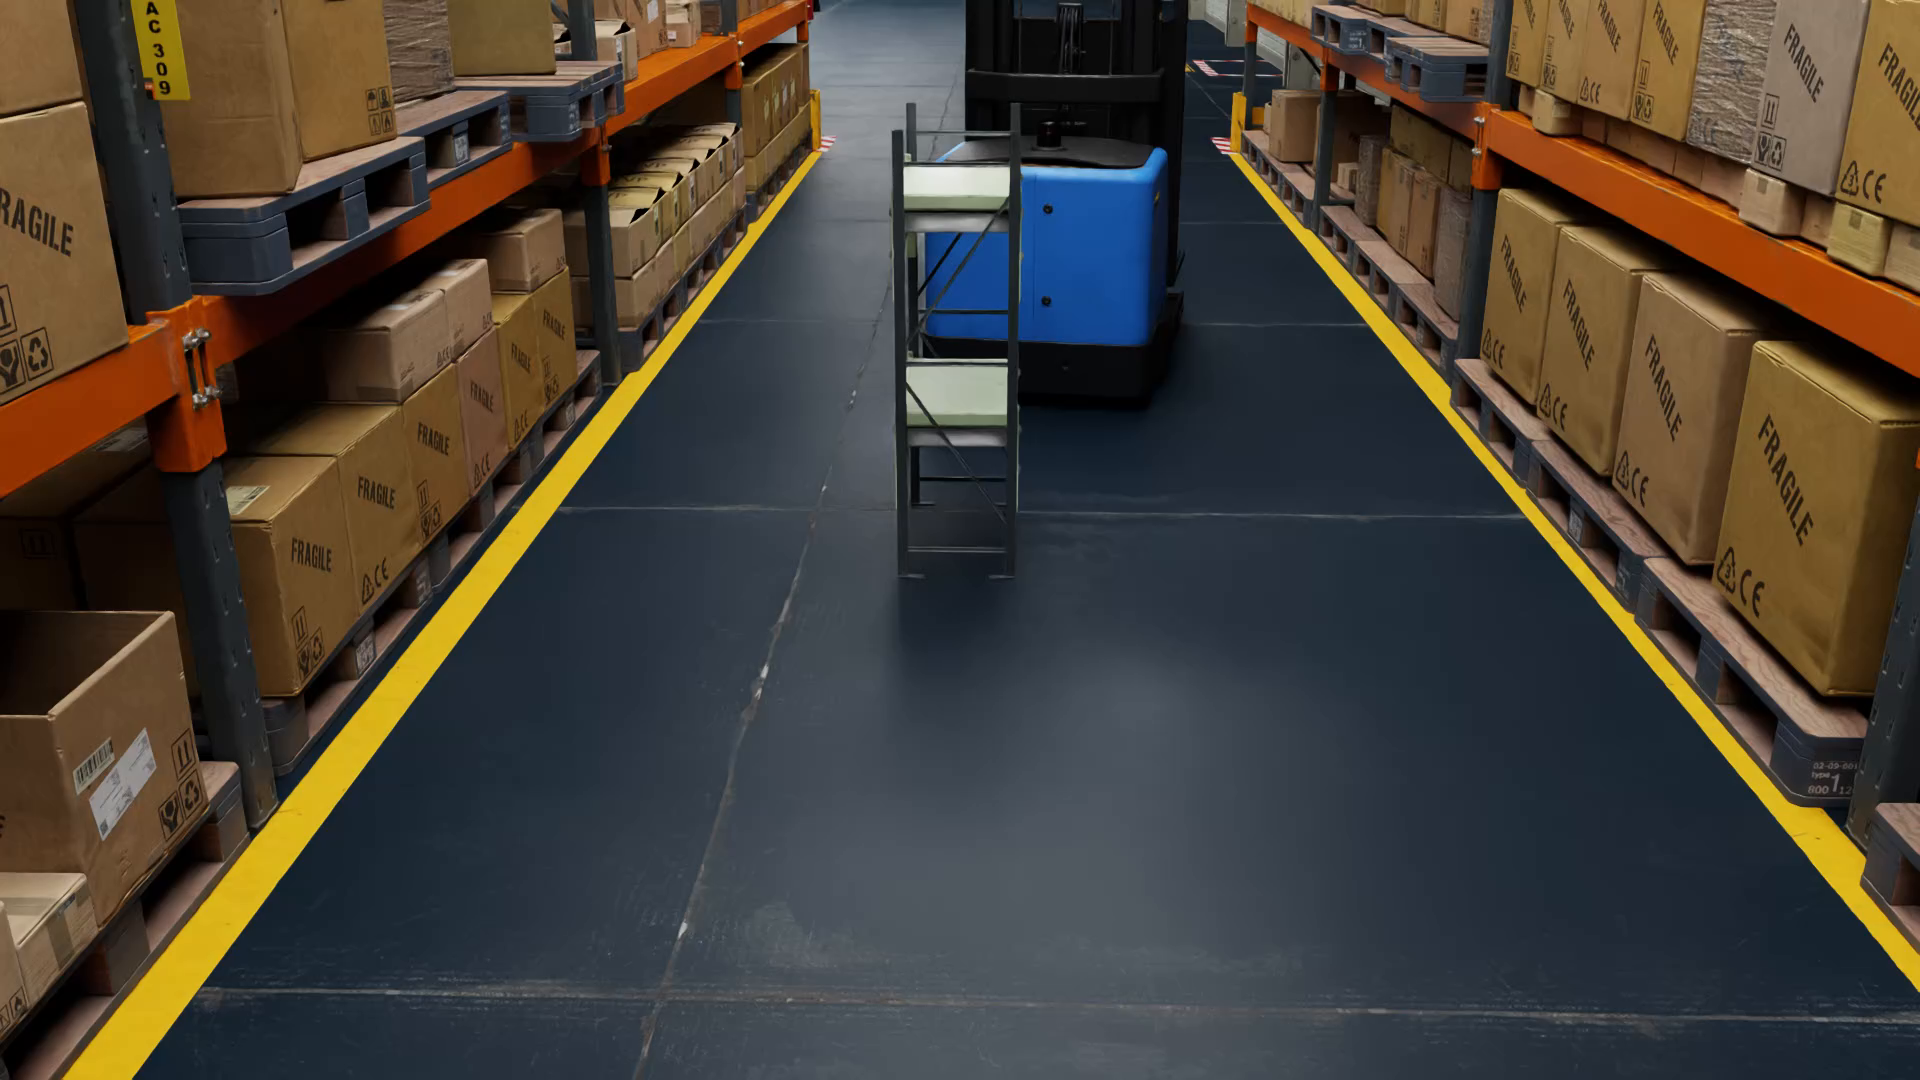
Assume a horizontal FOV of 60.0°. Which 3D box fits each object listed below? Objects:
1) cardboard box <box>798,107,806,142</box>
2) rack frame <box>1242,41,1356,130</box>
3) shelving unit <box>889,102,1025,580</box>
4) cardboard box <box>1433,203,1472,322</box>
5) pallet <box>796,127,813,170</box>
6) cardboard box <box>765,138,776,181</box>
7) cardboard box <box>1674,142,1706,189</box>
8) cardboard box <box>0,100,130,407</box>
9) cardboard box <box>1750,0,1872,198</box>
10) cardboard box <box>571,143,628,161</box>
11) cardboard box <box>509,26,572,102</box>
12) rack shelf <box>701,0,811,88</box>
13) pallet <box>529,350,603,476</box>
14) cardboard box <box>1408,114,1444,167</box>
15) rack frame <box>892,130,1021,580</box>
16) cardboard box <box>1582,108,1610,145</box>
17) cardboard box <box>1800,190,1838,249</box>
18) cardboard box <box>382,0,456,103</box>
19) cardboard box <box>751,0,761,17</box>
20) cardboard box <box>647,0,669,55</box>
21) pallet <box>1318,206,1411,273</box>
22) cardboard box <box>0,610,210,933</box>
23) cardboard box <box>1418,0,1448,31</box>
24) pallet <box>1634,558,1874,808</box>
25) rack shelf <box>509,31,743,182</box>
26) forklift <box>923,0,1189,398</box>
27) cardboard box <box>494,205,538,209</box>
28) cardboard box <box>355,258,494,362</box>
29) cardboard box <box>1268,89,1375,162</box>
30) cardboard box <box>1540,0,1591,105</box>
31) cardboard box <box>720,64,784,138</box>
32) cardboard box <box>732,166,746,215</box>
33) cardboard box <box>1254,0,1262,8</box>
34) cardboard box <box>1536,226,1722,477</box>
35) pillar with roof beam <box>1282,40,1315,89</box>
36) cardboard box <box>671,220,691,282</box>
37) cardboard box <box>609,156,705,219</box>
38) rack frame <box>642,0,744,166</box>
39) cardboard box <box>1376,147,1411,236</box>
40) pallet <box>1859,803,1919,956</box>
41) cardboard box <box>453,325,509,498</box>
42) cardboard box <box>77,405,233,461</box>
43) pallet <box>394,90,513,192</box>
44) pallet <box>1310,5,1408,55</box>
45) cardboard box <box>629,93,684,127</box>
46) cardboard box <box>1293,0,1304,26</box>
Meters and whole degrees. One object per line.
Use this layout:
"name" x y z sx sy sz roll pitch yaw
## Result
"cardboard box" -1.605 -3.572 14.309 0.500 0.250 0.500 1 21 2
"rack frame" 3.071 -4.983 14.724 1.000 3.000 0.127 1 21 2
"shelving unit" 0.000 -0.702 5.764 0.431 1.500 0.755 1 21 2
"cardboard box" 2.797 -1.391 8.315 0.700 0.500 0.500 1 21 2
"pallet" -1.862 -3.459 14.652 1.003 0.211 1.213 1 21 2
"cardboard box" -1.665 -2.849 12.445 0.500 0.250 0.500 1 21 2
"cardboard box" 2.535 -1.216 5.337 0.380 0.149 0.250 1 21 3
"cardboard box" -2.004 -0.560 3.188 0.500 0.500 0.500 1 21 3
"cardboard box" 2.474 -1.193 4.380 0.500 0.500 0.500 1 21 2
"cardboard box" -2.299 -2.250 10.127 0.500 0.311 0.500 0 21 0
"cardboard box" -2.069 -2.233 7.760 0.500 0.311 0.500 2 21 5
"rack shelf" -1.942 -3.978 13.128 1.077 0.370 4.000 1 21 2
"pallet" -2.184 -0.574 7.216 1.003 0.211 1.213 1 21 2
"cardboard box" 2.921 -2.312 9.652 0.500 0.250 0.500 0 21 0
"rack frame" -0.011 -0.569 5.423 0.400 1.500 0.023 1 21 2
"cardboard box" 2.593 -1.588 6.294 0.380 0.149 0.250 0 21 1
"cardboard box" 2.470 -0.846 4.383 0.380 0.149 0.250 1 21 3
"cardboard box" -2.249 -1.828 5.876 0.700 0.500 0.500 5 22 12
"cardboard box" -1.952 -4.354 12.966 0.700 0.500 0.500 1 21 3
"cardboard box" -2.058 -3.168 9.910 0.500 0.500 0.500 2 21 6
"pallet" 2.927 -1.955 10.776 1.003 0.211 1.213 1 21 2
"cardboard box" -1.979 0.472 3.513 0.500 0.500 0.500 1 21 2
"cardboard box" 2.847 -2.963 8.772 0.700 0.500 0.500 1 21 2
"pallet" 2.654 0.376 4.768 1.003 0.211 1.213 1 21 2
"rack shelf" -2.063 -2.531 9.401 1.077 0.370 4.000 1 21 2
"forklift" 0.617 -2.504 8.431 1.130 2.935 3.031 4 22 10
"cardboard box" -2.354 -1.511 8.222 0.500 0.311 0.500 1 21 3
"cardboard box" -1.942 -0.802 5.759 0.500 0.250 0.500 0 21 1
"cardboard box" 2.870 -3.303 13.241 0.700 0.500 0.500 -1 21 -2
"cardboard box" 2.532 -1.923 6.261 0.500 0.500 0.500 1 21 3
"cardboard box" -1.645 -3.379 12.775 0.500 0.500 0.500 1 21 2
"cardboard box" -1.725 -2.351 11.161 0.500 0.250 0.500 0 21 1
"cardboard box" 2.737 -4.561 13.818 0.500 0.250 0.500 0 21 0
"cardboard box" 2.641 -0.703 6.085 0.750 0.750 0.750 1 21 1
"pillar with roof beam" -0.206 -9.734 18.676 9.100 9.000 0.400 1 21 2
"cardboard box" -1.790 -1.613 9.261 0.500 0.250 0.500 0 21 0
"cardboard box" -1.774 -2.065 9.650 0.500 0.311 0.500 0 21 1
"rack frame" -2.002 -3.590 11.134 1.000 3.000 0.127 1 21 2
"cardboard box" 2.978 -2.123 10.200 0.700 0.500 0.500 0 21 1
"pallet" 2.605 0.930 3.340 1.003 0.211 1.213 1 21 2
"cardboard box" -1.944 -0.466 5.930 0.500 0.500 0.500 0 21 0
"cardboard box" -2.494 -0.097 4.980 0.500 0.500 0.500 1 21 2
"pallet" -2.179 -1.351 5.629 1.003 0.211 1.213 1 21 2
"pallet" 2.781 -3.172 10.324 1.003 0.211 1.213 1 21 2
"cardboard box" -2.180 -3.204 12.324 0.500 0.500 0.500 1 21 2
"cardboard box" 2.684 -3.831 11.935 0.500 0.250 0.500 1 21 2
